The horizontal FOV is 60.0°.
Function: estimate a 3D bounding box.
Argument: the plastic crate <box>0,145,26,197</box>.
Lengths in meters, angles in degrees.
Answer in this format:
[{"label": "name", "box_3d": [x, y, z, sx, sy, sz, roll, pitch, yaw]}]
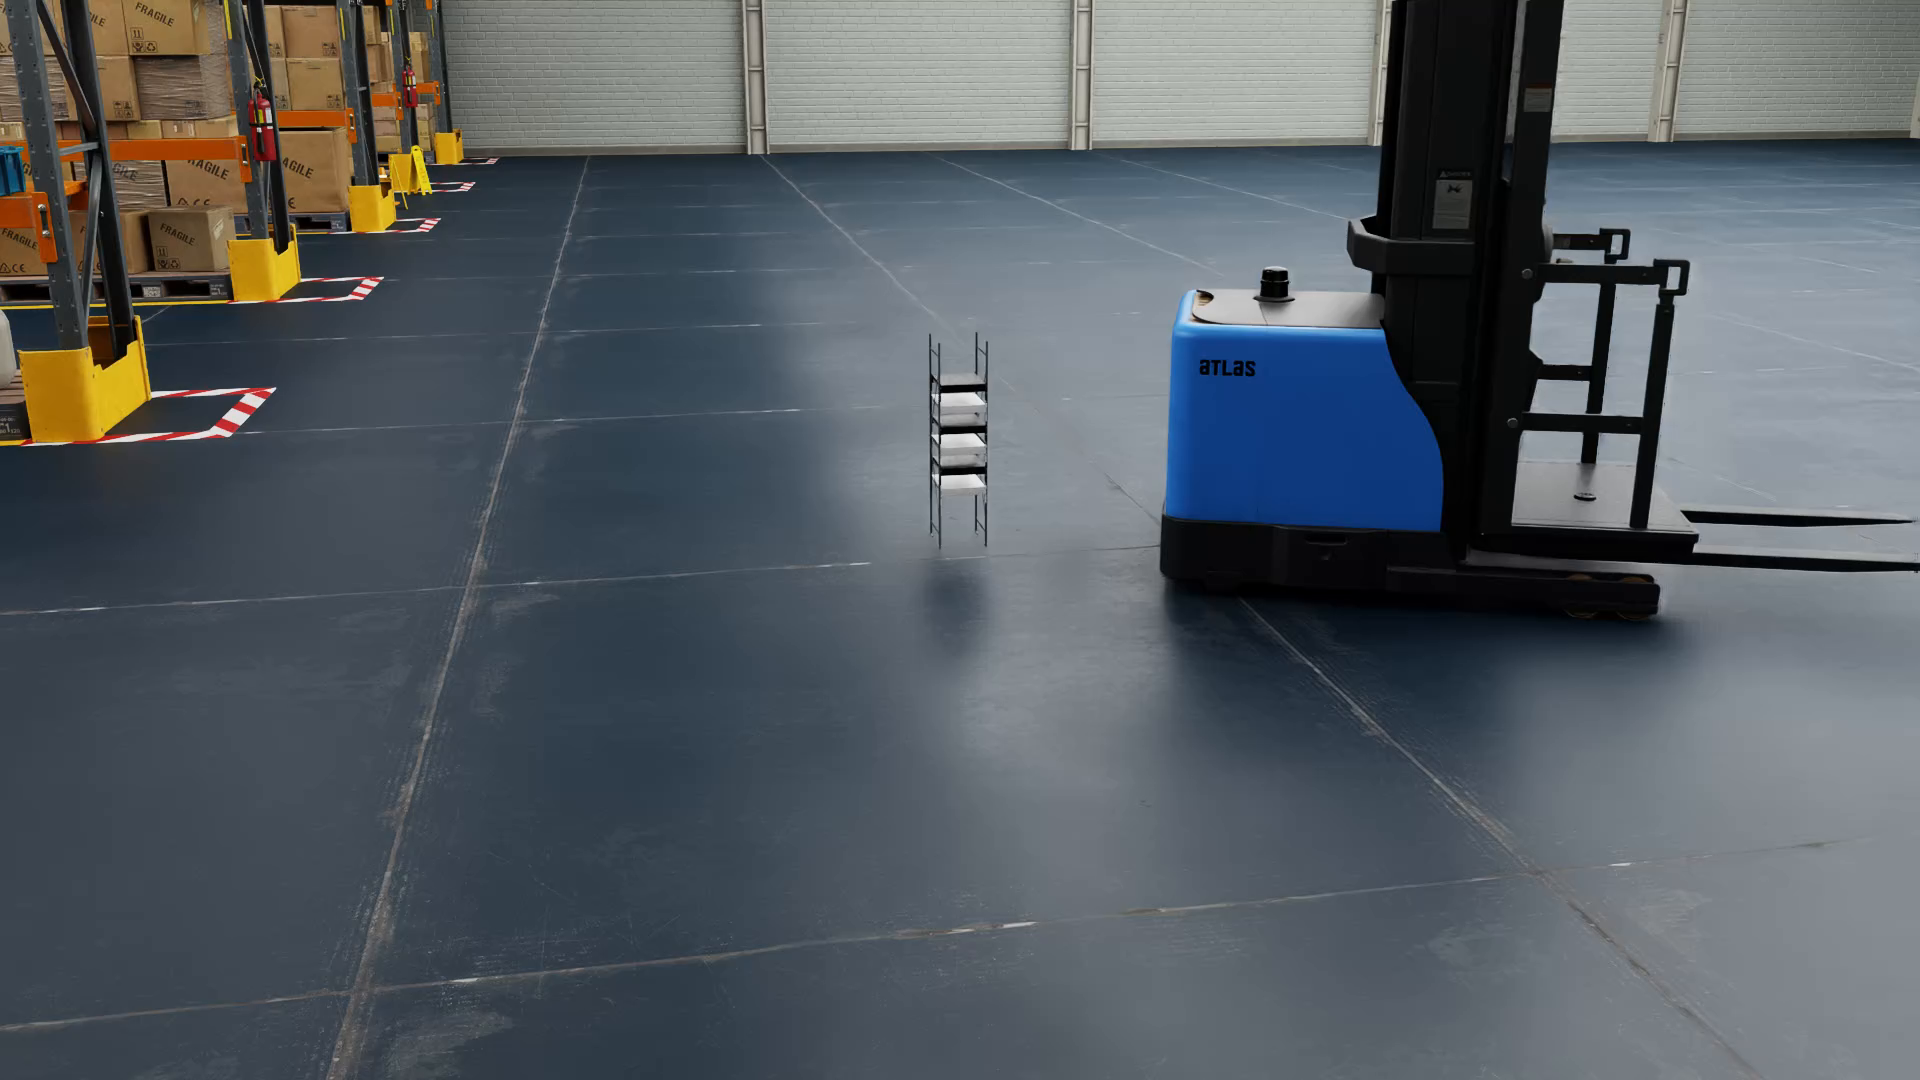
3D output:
[{"label": "plastic crate", "box_3d": [-5.355, -1.966, 8.856, 0.616, 0.251, 0.499, -3, 17, -10]}]

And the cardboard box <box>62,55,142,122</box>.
[{"label": "cardboard box", "box_3d": [-6.873, -3.684, 13.519, 0.500, 0.500, 0.875, -3, 17, -10]}]

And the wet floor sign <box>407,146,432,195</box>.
[{"label": "wet floor sign", "box_3d": [-7.350, -5.012, 22.532, 0.232, 0.644, 0.267, 3, 17, 9]}]

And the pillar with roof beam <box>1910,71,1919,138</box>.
[{"label": "pillar with roof beam", "box_3d": [20.732, -11.385, 29.053, 0.400, 9.000, 9.100, -3, 17, -10]}]

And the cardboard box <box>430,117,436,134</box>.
[{"label": "cardboard box", "box_3d": [-9.186, -7.025, 28.192, 0.500, 0.250, 0.500, -3, 17, -9]}]

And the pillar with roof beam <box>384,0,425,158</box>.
[{"label": "pillar with roof beam", "box_3d": [-8.723, -9.714, 23.612, 0.400, 9.000, 9.100, -3, 17, -10]}]

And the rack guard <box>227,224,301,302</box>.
[{"label": "rack guard", "box_3d": [-5.934, -2.380, 14.208, 0.348, 0.500, 1.175, -3, 17, -10]}]

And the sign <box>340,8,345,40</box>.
[{"label": "sign", "box_3d": [-6.612, -5.524, 17.812, 0.005, 0.325, 0.100, -3, 17, -10]}]

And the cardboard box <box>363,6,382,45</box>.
[{"label": "cardboard box", "box_3d": [-8.200, -7.012, 22.653, 0.500, 0.500, 0.700, -4, 17, -12]}]

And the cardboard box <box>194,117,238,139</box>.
[{"label": "cardboard box", "box_3d": [-6.101, -3.383, 13.646, 0.250, 0.149, 0.380, -3, 17, -10]}]

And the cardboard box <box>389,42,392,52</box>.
[{"label": "cardboard box", "box_3d": [-9.218, -8.101, 27.304, 0.250, 0.149, 0.380, -3, 17, -10]}]

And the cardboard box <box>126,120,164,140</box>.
[{"label": "cardboard box", "box_3d": [-6.582, -3.341, 13.508, 0.250, 0.149, 0.380, -3, 17, -10]}]

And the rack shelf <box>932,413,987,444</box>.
[{"label": "rack shelf", "box_3d": [-0.008, -0.484, 7.162, 0.200, 0.077, 0.258, -3, 17, -10]}]

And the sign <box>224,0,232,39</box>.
[{"label": "sign", "box_3d": [-5.774, -4.122, 13.114, 0.005, 0.325, 0.100, -3, 17, -10]}]

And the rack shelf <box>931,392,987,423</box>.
[{"label": "rack shelf", "box_3d": [-0.008, -0.570, 7.135, 0.200, 0.077, 0.258, -3, 17, -10]}]

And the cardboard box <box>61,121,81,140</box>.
[{"label": "cardboard box", "box_3d": [-7.083, -3.329, 13.470, 0.250, 0.149, 0.380, -3, 17, -10]}]

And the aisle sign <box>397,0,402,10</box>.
[{"label": "aisle sign", "box_3d": [-7.624, -7.598, 22.513, 0.004, 0.787, 0.394, -3, 17, -10]}]

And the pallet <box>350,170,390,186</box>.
[{"label": "pallet", "box_3d": [-8.619, -5.063, 23.437, 1.213, 0.211, 1.003, -3, 17, -10]}]

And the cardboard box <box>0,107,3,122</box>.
[{"label": "cardboard box", "box_3d": [-7.865, -3.644, 13.389, 0.500, 0.500, 0.875, -3, 17, -10]}]

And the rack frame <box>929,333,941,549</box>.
[{"label": "rack frame", "box_3d": [-0.108, -0.424, 7.160, 0.006, 0.900, 0.240, -3, 17, -10]}]

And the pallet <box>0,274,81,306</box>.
[{"label": "pallet", "box_3d": [-7.934, -2.140, 13.918, 1.213, 0.211, 1.003, -3, 17, -10]}]

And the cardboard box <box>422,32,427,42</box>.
[{"label": "cardboard box", "box_3d": [-9.055, -8.409, 27.800, 0.250, 0.149, 0.380, -4, 17, -12]}]

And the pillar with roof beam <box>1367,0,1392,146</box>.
[{"label": "pillar with roof beam", "box_3d": [8.950, -10.717, 26.877, 0.400, 9.000, 9.100, -3, 17, -10]}]

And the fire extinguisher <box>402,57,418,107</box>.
[{"label": "fire extinguisher", "box_3d": [-7.540, -6.272, 22.756, 0.183, 0.674, 0.296, -3, 17, -10]}]

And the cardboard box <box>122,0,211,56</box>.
[{"label": "cardboard box", "box_3d": [-6.353, -4.145, 13.318, 0.500, 0.500, 0.500, -3, 17, -10]}]

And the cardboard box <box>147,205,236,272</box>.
[{"label": "cardboard box", "box_3d": [-6.476, -2.555, 14.063, 0.500, 0.500, 0.500, 0, 17, 0]}]

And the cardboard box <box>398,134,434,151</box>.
[{"label": "cardboard box", "box_3d": [-9.087, -6.635, 27.774, 0.500, 0.250, 0.500, -3, 17, -10]}]

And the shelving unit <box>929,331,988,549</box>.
[{"label": "shelving unit", "box_3d": [-0.008, -0.430, 7.178, 0.210, 0.900, 0.258, -3, 17, -10]}]

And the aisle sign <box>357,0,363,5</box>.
[{"label": "aisle sign", "box_3d": [-6.689, -6.347, 18.441, 0.004, 0.787, 0.394, -3, 17, -10]}]

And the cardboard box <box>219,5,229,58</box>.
[{"label": "cardboard box", "box_3d": [-8.171, -5.543, 18.156, 0.550, 0.550, 0.875, -3, 17, -10]}]

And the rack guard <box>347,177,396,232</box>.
[{"label": "rack guard", "box_3d": [-6.678, -3.821, 18.900, 0.348, 0.500, 1.175, -3, 17, -10]}]

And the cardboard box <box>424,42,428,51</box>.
[{"label": "cardboard box", "box_3d": [-9.067, -8.280, 27.886, 0.250, 0.149, 0.380, -4, 17, -12]}]

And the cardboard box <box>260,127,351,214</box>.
[{"label": "cardboard box", "box_3d": [-7.355, -4.143, 18.594, 0.875, 0.875, 0.875, -3, 17, -10]}]

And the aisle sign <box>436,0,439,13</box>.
[{"label": "aisle sign", "box_3d": [-8.565, -9.028, 27.169, 0.004, 0.787, 0.394, -3, 17, -10]}]

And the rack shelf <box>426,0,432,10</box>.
[{"label": "rack shelf", "box_3d": [-10.649, -8.845, 27.117, 4.000, 0.370, 1.077, -3, 17, -10]}]

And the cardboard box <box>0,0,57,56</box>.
[{"label": "cardboard box", "box_3d": [-7.334, -4.088, 13.134, 0.500, 0.500, 0.500, -3, 17, -10]}]

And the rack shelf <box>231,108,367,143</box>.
[{"label": "rack shelf", "box_3d": [-8.665, -4.559, 18.271, 4.000, 0.370, 1.077, -3, 17, -10]}]

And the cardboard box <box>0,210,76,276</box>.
[{"label": "cardboard box", "box_3d": [-7.675, -2.482, 13.826, 0.500, 0.500, 0.500, -2, 17, -5]}]

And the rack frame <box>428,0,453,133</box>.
[{"label": "rack frame", "box_3d": [-8.685, -7.866, 27.814, 0.127, 3.000, 1.000, -3, 17, -10]}]

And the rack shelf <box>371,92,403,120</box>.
[{"label": "rack shelf", "box_3d": [-9.703, -5.980, 22.899, 4.000, 0.370, 1.077, -3, 17, -10]}]

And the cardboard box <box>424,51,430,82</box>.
[{"label": "cardboard box", "box_3d": [-9.224, -7.967, 27.970, 0.500, 0.500, 0.500, -3, 17, -9]}]

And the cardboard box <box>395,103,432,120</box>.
[{"label": "cardboard box", "box_3d": [-9.078, -7.115, 27.633, 0.500, 0.250, 0.500, -3, 17, -9]}]

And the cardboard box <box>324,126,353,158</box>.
[{"label": "cardboard box", "box_3d": [-8.477, -5.561, 22.998, 0.500, 0.500, 0.500, -3, 17, -10]}]

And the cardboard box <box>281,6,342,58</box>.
[{"label": "cardboard box", "box_3d": [-7.073, -5.593, 18.317, 0.550, 0.550, 0.875, -3, 17, -10]}]

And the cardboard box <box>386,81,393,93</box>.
[{"label": "cardboard box", "box_3d": [-8.113, -6.356, 23.326, 0.250, 0.149, 0.380, -3, 17, -10]}]

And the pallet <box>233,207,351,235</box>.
[{"label": "pallet", "box_3d": [-7.472, -3.614, 18.719, 1.213, 0.211, 1.003, -3, 17, -10]}]

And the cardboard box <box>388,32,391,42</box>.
[{"label": "cardboard box", "box_3d": [-9.233, -8.263, 27.324, 0.250, 0.149, 0.380, -3, 17, -10]}]

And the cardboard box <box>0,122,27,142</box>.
[{"label": "cardboard box", "box_3d": [-7.553, -3.269, 13.276, 0.250, 0.149, 0.380, -3, 17, -10]}]

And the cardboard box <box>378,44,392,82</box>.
[{"label": "cardboard box", "box_3d": [-8.258, -6.679, 23.272, 0.500, 0.500, 0.500, -4, 17, -11]}]

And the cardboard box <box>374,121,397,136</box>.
[{"label": "cardboard box", "box_3d": [-9.598, -6.850, 27.620, 0.500, 0.250, 0.500, -3, 17, -11]}]

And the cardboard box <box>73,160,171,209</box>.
[{"label": "cardboard box", "box_3d": [-9.114, -4.043, 18.269, 0.875, 0.875, 0.875, -3, 17, -10]}]

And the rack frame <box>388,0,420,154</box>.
[{"label": "rack frame", "box_3d": [-7.740, -6.436, 23.156, 0.127, 3.000, 1.000, -3, 17, -10]}]

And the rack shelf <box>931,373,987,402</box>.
[{"label": "rack shelf", "box_3d": [-0.008, -0.656, 7.109, 0.200, 0.077, 0.258, -3, 17, -10]}]

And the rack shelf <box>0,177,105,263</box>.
[{"label": "rack shelf", "box_3d": [-6.884, -1.696, 8.949, 4.000, 0.370, 1.077, -3, 17, -10]}]

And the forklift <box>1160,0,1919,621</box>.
[{"label": "forklift", "box_3d": [2.366, -1.261, 6.425, 3.031, 2.935, 1.130, 3, 17, 9]}]

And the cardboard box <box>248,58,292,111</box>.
[{"label": "cardboard box", "box_3d": [-7.593, -5.015, 18.276, 0.550, 0.550, 0.875, -3, 17, -10]}]
